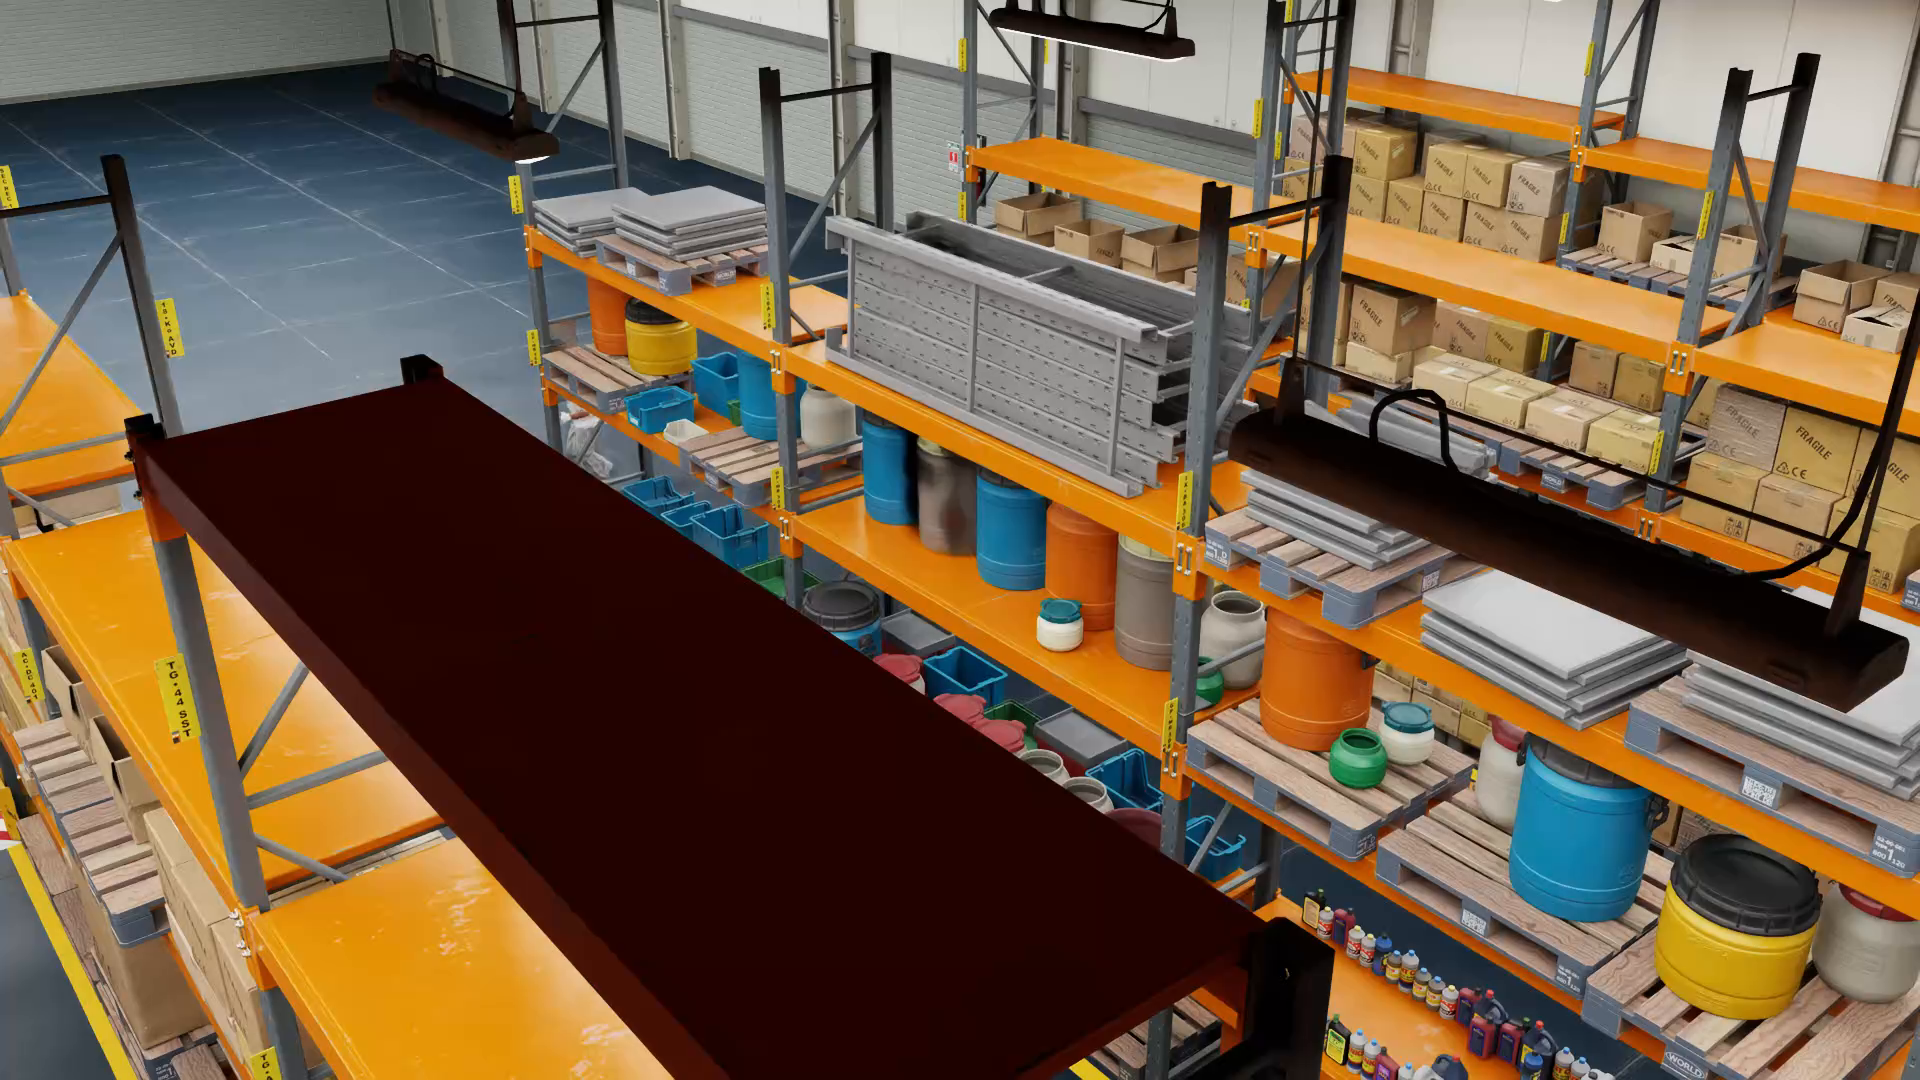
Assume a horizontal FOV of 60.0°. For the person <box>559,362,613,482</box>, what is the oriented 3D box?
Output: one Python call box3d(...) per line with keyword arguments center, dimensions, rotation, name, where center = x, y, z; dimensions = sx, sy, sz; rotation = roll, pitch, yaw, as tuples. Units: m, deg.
box3d(center=(-4.363, -1.352, 19.072), dimensions=(0.673, 1.723, 0.688), rotation=(-9, 27, -17), name="person")
